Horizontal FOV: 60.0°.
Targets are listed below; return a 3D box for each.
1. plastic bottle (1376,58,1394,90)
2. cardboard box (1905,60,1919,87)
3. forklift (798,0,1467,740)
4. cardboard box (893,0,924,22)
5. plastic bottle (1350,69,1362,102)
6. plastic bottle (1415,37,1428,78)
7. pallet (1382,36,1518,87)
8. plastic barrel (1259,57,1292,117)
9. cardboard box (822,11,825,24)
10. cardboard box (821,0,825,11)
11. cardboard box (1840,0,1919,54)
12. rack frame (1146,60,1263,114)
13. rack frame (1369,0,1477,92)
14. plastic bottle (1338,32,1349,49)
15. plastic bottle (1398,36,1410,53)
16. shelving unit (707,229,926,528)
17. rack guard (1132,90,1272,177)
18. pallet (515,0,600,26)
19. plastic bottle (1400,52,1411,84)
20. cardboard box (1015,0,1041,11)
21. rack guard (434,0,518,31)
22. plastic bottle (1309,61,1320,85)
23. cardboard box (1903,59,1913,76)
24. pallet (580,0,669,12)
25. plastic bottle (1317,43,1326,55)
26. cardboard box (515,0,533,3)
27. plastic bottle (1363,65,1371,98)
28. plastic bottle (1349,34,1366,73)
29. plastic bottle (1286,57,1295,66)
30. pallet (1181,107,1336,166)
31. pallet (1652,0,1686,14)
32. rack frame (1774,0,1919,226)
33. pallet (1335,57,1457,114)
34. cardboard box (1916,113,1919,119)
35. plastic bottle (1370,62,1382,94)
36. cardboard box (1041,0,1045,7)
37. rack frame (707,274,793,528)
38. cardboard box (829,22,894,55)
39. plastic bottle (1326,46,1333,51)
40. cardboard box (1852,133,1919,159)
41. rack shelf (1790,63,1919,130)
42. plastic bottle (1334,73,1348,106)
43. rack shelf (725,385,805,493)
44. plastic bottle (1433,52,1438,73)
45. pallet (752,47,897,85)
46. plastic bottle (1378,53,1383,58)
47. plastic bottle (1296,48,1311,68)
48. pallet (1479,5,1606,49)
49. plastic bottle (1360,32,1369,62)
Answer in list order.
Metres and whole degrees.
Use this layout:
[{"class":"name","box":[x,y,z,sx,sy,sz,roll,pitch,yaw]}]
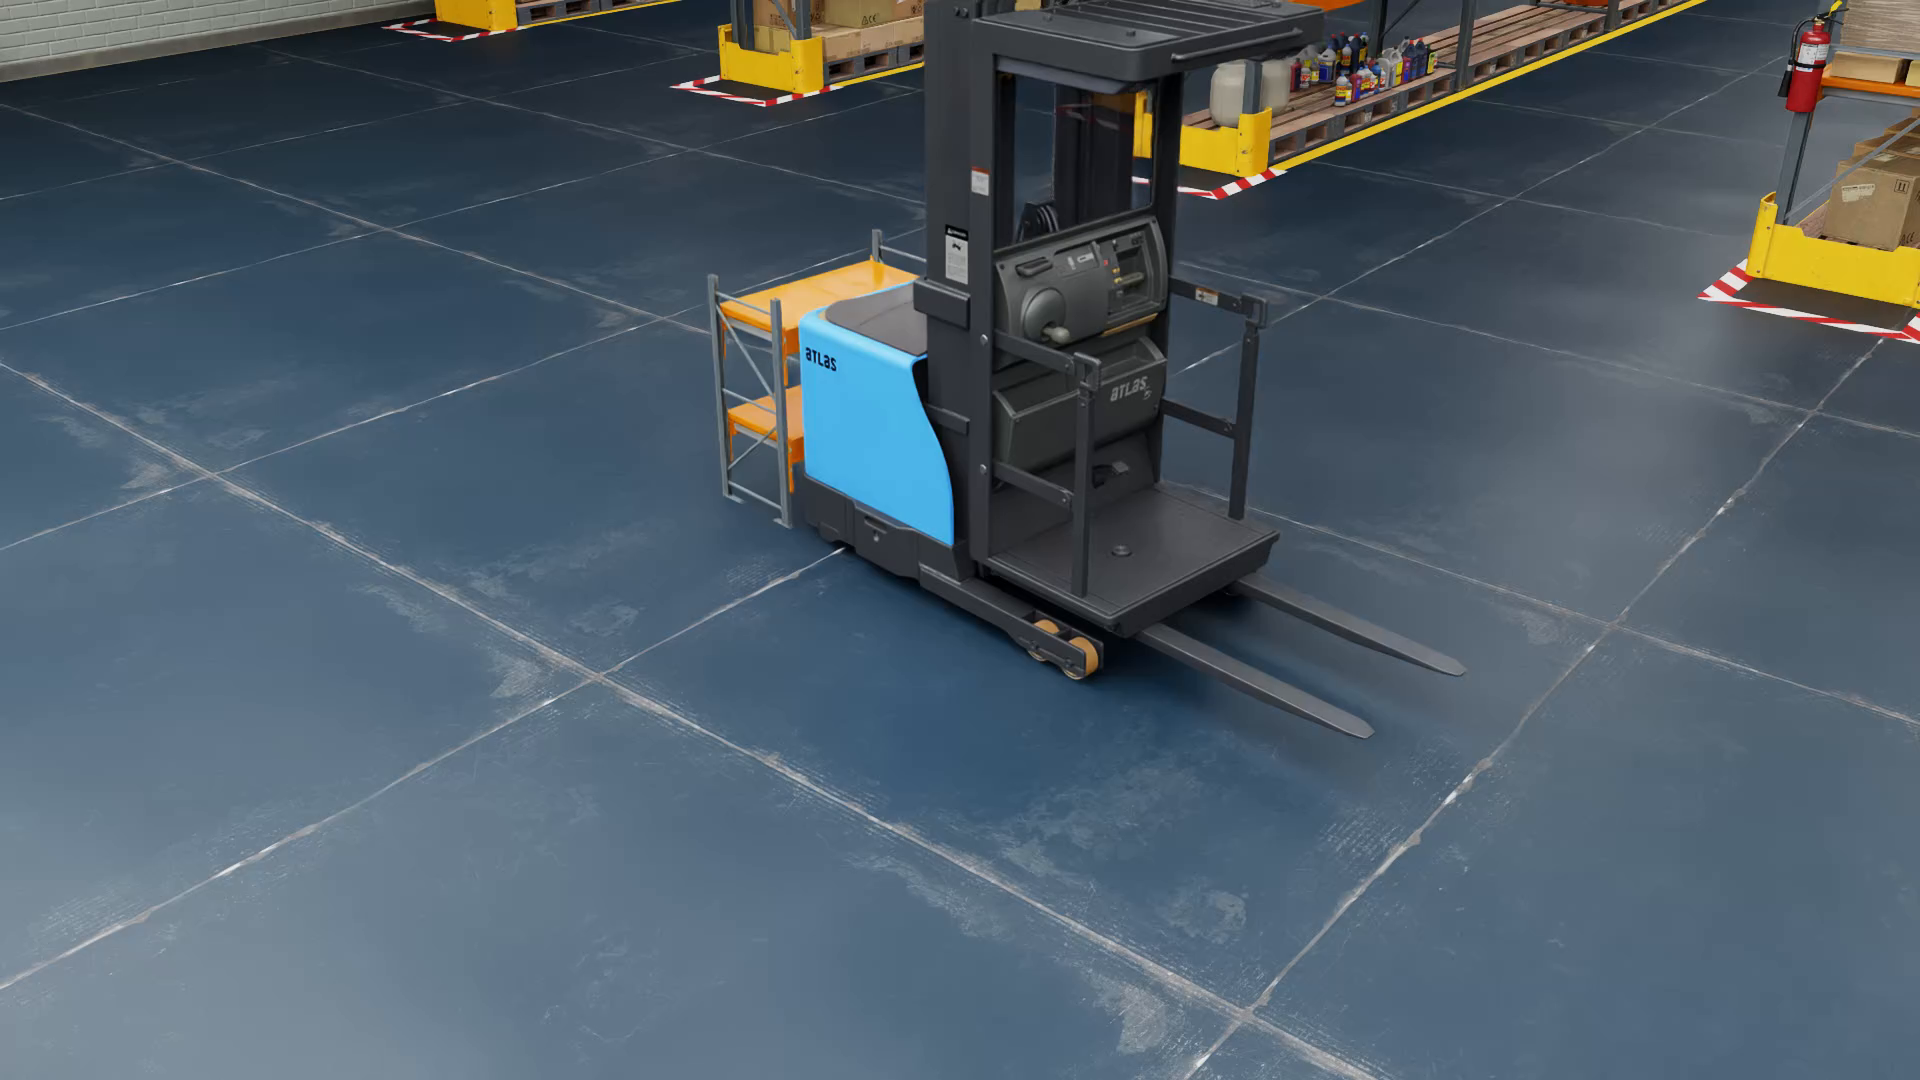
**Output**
[{"class":"plastic bottle","box":[3.887,-4.286,15.256,0.152,0.276,0.135,21,34,35]},{"class":"cardboard box","box":[6.151,-2.906,10.376,0.380,0.149,0.250,21,34,34]},{"class":"forklift","box":[0.645,-1.009,6.511,1.130,2.935,3.031,-23,35,-38]},{"class":"cardboard box","box":[-0.718,-5.665,17.155,0.500,0.500,0.500,21,34,34]},{"class":"plastic bottle","box":[3.516,-4.049,14.790,0.061,0.283,0.133,21,34,35]},{"class":"plastic bottle","box":[4.321,-4.558,15.701,0.144,0.351,0.185,20,33,33]},{"class":"pallet","box":[4.978,-4.903,16.998,1.003,0.211,1.213,21,34,34]},{"class":"plastic barrel","box":[2.643,-3.949,14.369,0.421,0.512,0.421,0,27,0]},{"class":"cardboard box","box":[-1.434,-5.305,17.276,0.500,0.250,0.500,21,34,34]},{"class":"cardboard box","box":[-1.119,-5.817,17.449,0.500,0.500,0.500,21,34,34]},{"class":"cardboard box","box":[6.157,-3.350,10.528,0.875,0.500,0.500,21,34,34]},{"class":"rack frame","box":[1.964,-4.434,13.056,1.000,3.000,0.127,21,34,34]},{"class":"rack frame","box":[4.508,-5.852,15.797,1.000,3.000,0.127,21,34,34]},{"class":"plastic bottle","box":[3.675,-4.706,15.986,0.144,0.351,0.185,22,34,36]},{"class":"plastic bottle","box":[4.210,-4.600,15.782,0.144,0.351,0.185,21,34,34]},{"class":"shelving unit","box":[-0.616,-0.806,8.083,1.048,1.125,0.538,-24,36,-39]},{"class":"rack guard","box":[1.976,-3.364,13.709,1.175,0.500,0.348,21,34,34]},{"class":"pallet","box":[-5.088,-6.395,19.882,1.003,0.211,1.213,21,34,34]},{"class":"plastic bottle","box":[4.128,-4.390,15.449,0.061,0.283,0.133,23,35,38]},{"class":"cardboard box","box":[0.562,-6.038,18.692,0.500,0.250,0.500,21,34,34]},{"class":"rack guard","box":[-5.632,-6.246,19.279,1.175,0.500,0.348,21,34,34]},{"class":"plastic bottle","box":[3.287,-4.336,15.434,0.097,0.201,0.097,0,27,0]},{"class":"cardboard box","box":[5.968,-3.124,10.798,0.380,0.149,0.250,21,34,34]},{"class":"pallet","box":[-4.312,-6.826,20.715,1.003,0.211,1.213,21,34,34]},{"class":"plastic bottle","box":[3.418,-4.563,15.782,0.061,0.283,0.133,23,35,37]},{"class":"cardboard box","box":[-5.171,-6.549,19.593,0.500,0.311,0.500,17,32,29]},{"class":"plastic bottle","box":[3.639,-4.126,14.952,0.097,0.271,0.097,0,27,0]},{"class":"plastic bottle","box":[3.786,-4.664,15.905,0.144,0.351,0.185,21,34,34]},{"class":"plastic bottle","box":[2.975,-4.280,15.244,0.152,0.276,0.135,21,34,35]},{"class":"pallet","box":[2.497,-3.522,14.329,1.003,0.211,1.213,21,34,34]},{"class":"pallet","box":[8.298,-6.754,20.576,1.003,0.211,1.213,21,34,34]},{"class":"rack frame","box":[5.786,-2.986,10.258,1.000,3.000,0.127,21,34,34]},{"class":"pallet","box":[4.049,-4.387,16.001,1.003,0.211,1.213,21,34,34]},{"class":"cardboard box","box":[7.352,-2.902,12.359,0.500,0.500,0.500,17,32,30]},{"class":"plastic bottle","box":[3.768,-4.198,15.090,0.097,0.271,0.097,0,27,0]},{"class":"cardboard box","box":[1.136,-6.337,19.270,0.500,0.250,0.500,20,33,33]},{"class":"rack frame","box":[-0.978,-0.642,7.766,0.032,1.125,0.500,-24,36,-39]},{"class":"cardboard box","box":[-1.028,-5.151,16.979,0.500,0.250,0.500,21,34,34]},{"class":"plastic bottle","box":[3.490,-4.540,15.753,0.097,0.271,0.097,0,27,0]},{"class":"cardboard box","box":[6.550,-2.501,11.583,0.500,0.500,0.500,-18,32,-31]},{"class":"rack shelf","box":[7.058,-3.376,11.794,1.077,0.370,4.000,21,34,34]},{"class":"plastic bottle","box":[3.358,-3.969,14.648,0.097,0.271,0.097,0,27,0]},{"class":"rack shelf","box":[-0.616,-0.588,8.195,1.000,0.278,0.538,-24,36,-39]},{"class":"plastic bottle","box":[4.518,-4.585,15.914,0.097,0.201,0.097,0,27,0]},{"class":"pallet","box":[-1.402,-4.928,17.045,1.003,0.211,1.213,21,34,34]},{"class":"plastic bottle","box":[3.898,-4.366,15.403,0.061,0.283,0.133,21,34,34]},{"class":"plastic bottle","box":[3.166,-4.422,15.438,0.144,0.351,0.185,22,35,36]},{"class":"pallet","box":[6.530,-5.768,18.670,1.003,0.211,1.213,21,34,34]},{"class":"plastic bottle","box":[3.967,-4.851,16.352,0.097,0.271,0.097,0,27,0]}]
